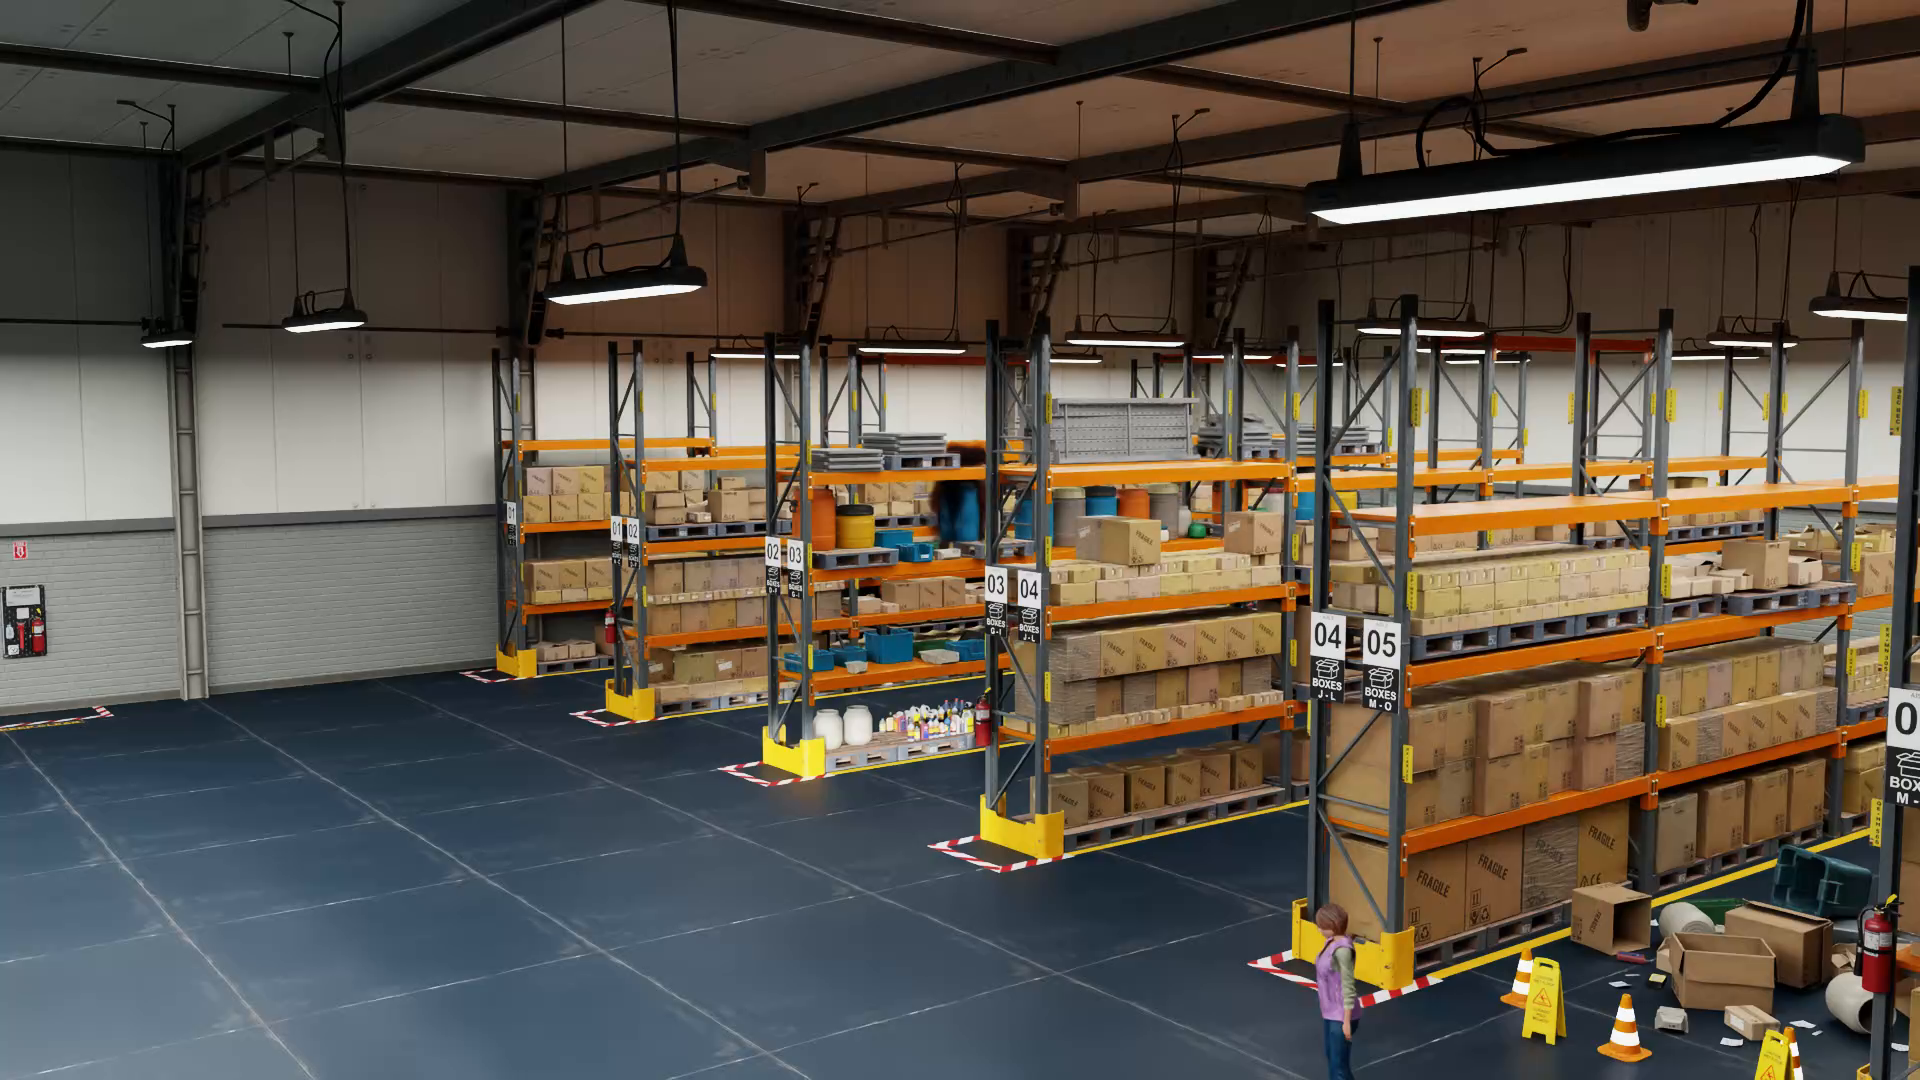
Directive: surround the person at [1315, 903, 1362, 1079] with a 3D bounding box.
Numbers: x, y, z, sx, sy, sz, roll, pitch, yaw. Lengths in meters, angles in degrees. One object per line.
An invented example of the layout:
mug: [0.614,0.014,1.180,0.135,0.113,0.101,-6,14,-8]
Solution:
person: [2.639,3.350,11.665,0.353,1.586,0.503,0,5,5]
